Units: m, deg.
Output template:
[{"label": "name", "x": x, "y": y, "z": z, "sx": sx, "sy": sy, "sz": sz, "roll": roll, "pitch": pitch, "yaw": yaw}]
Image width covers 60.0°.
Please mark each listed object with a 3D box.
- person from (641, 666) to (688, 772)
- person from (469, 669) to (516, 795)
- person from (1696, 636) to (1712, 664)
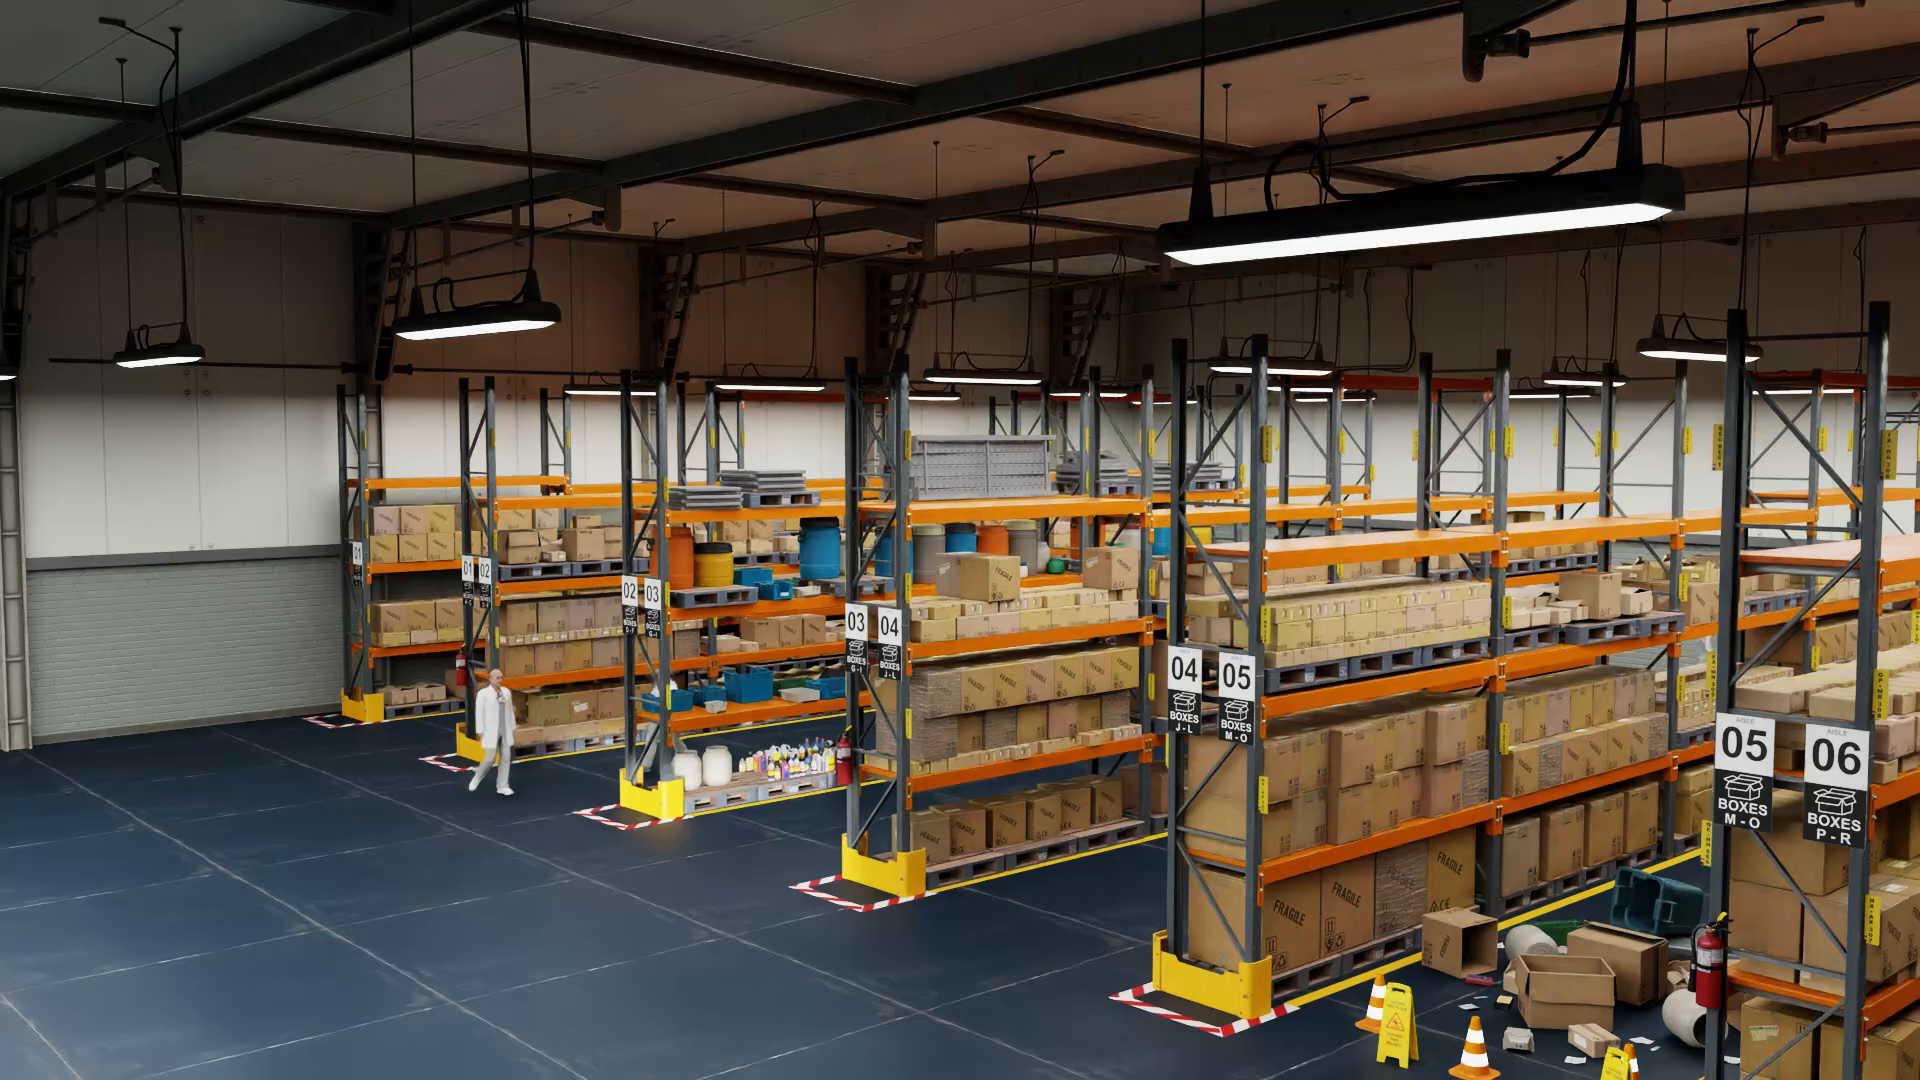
[{"label": "person", "x": -4.483, "y": 2.687, "z": 25.100, "sx": 0.939, "sy": 1.617, "sz": 0.506, "roll": -3, "pitch": 5, "yaw": -41}, {"label": "person", "x": -6.600, "y": 2.715, "z": 23.594, "sx": 0.681, "sy": 1.770, "sz": 0.605, "roll": 3, "pitch": 5, "yaw": 41}, {"label": "person", "x": 14.330, "y": 2.281, "z": 31.806, "sx": 0.825, "sy": 1.559, "sz": 0.419, "roll": 2, "pitch": 4, "yaw": 29}]
